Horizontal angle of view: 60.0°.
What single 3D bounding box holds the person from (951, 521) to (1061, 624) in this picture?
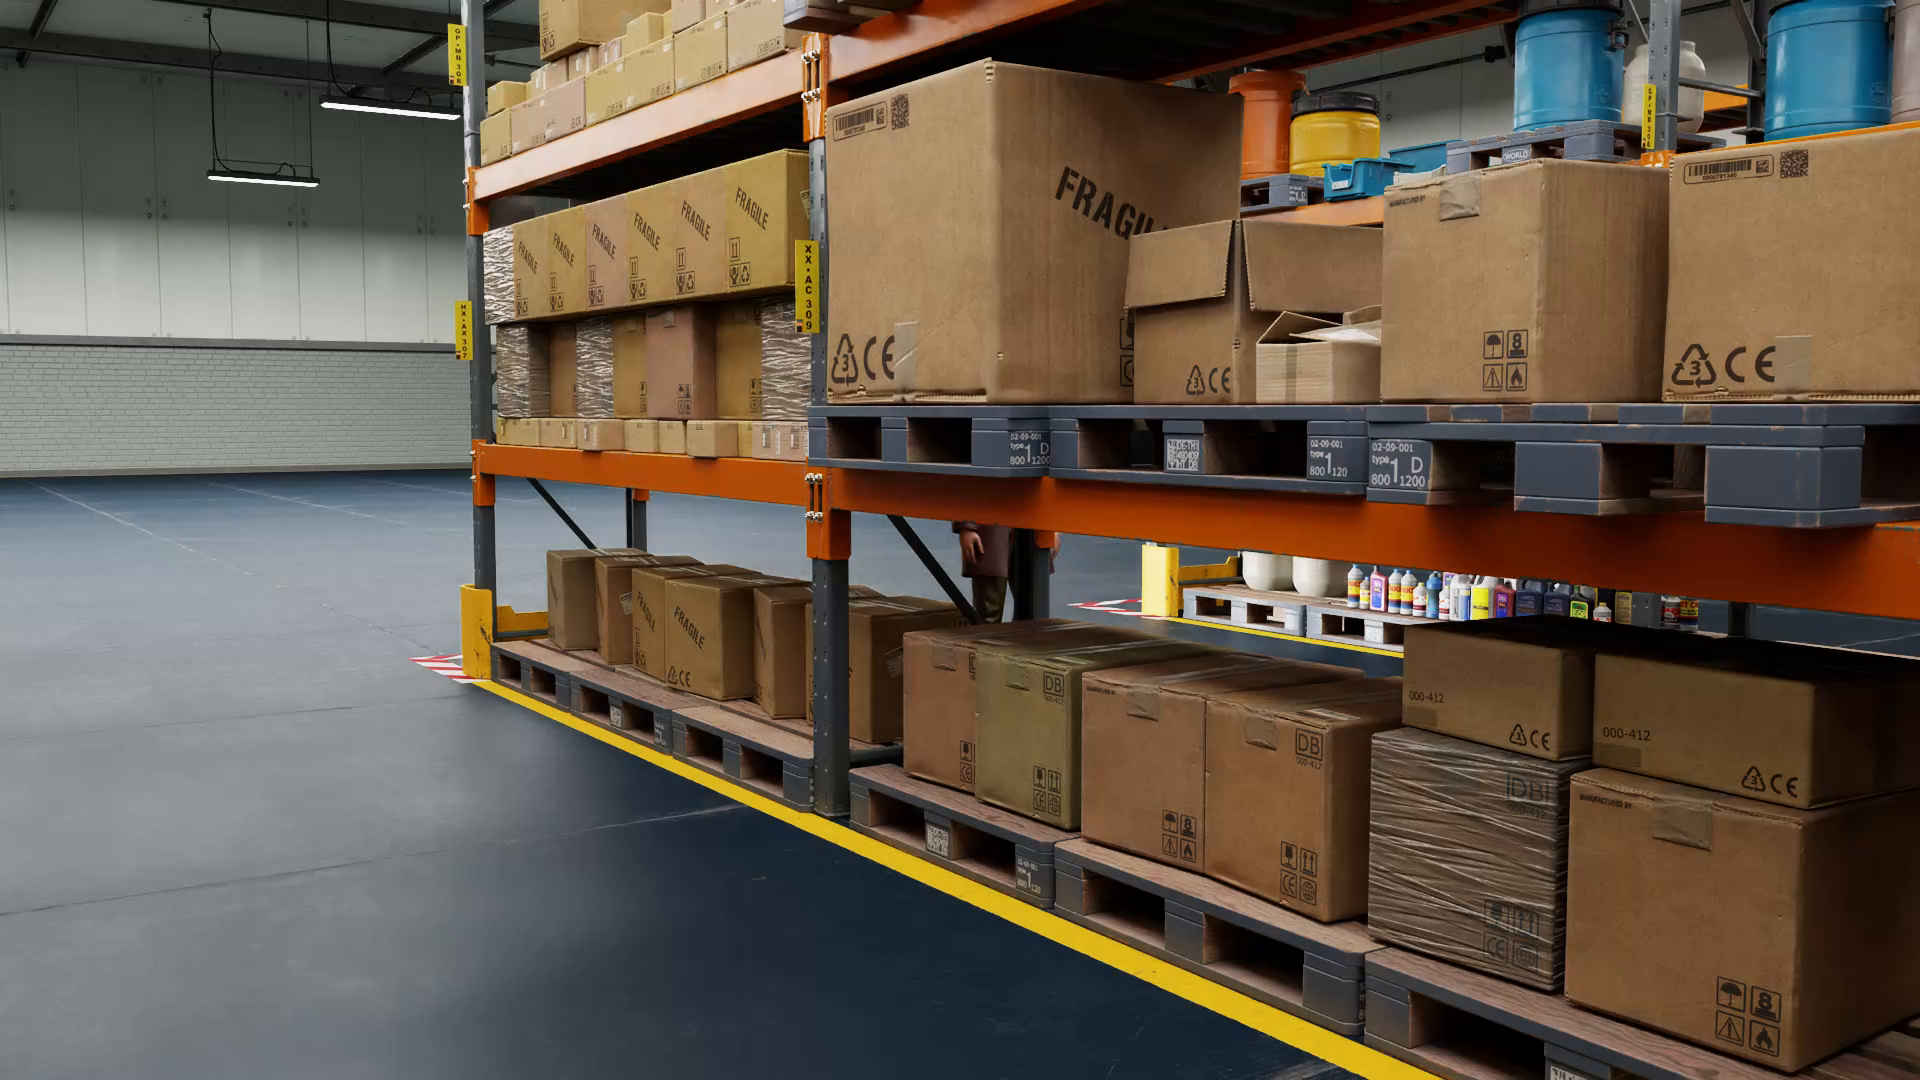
[{"bbox_3d":[0.240,-0.035,8.209,0.640,1.773,0.426,-3,5,-34],"label":"person"}]
